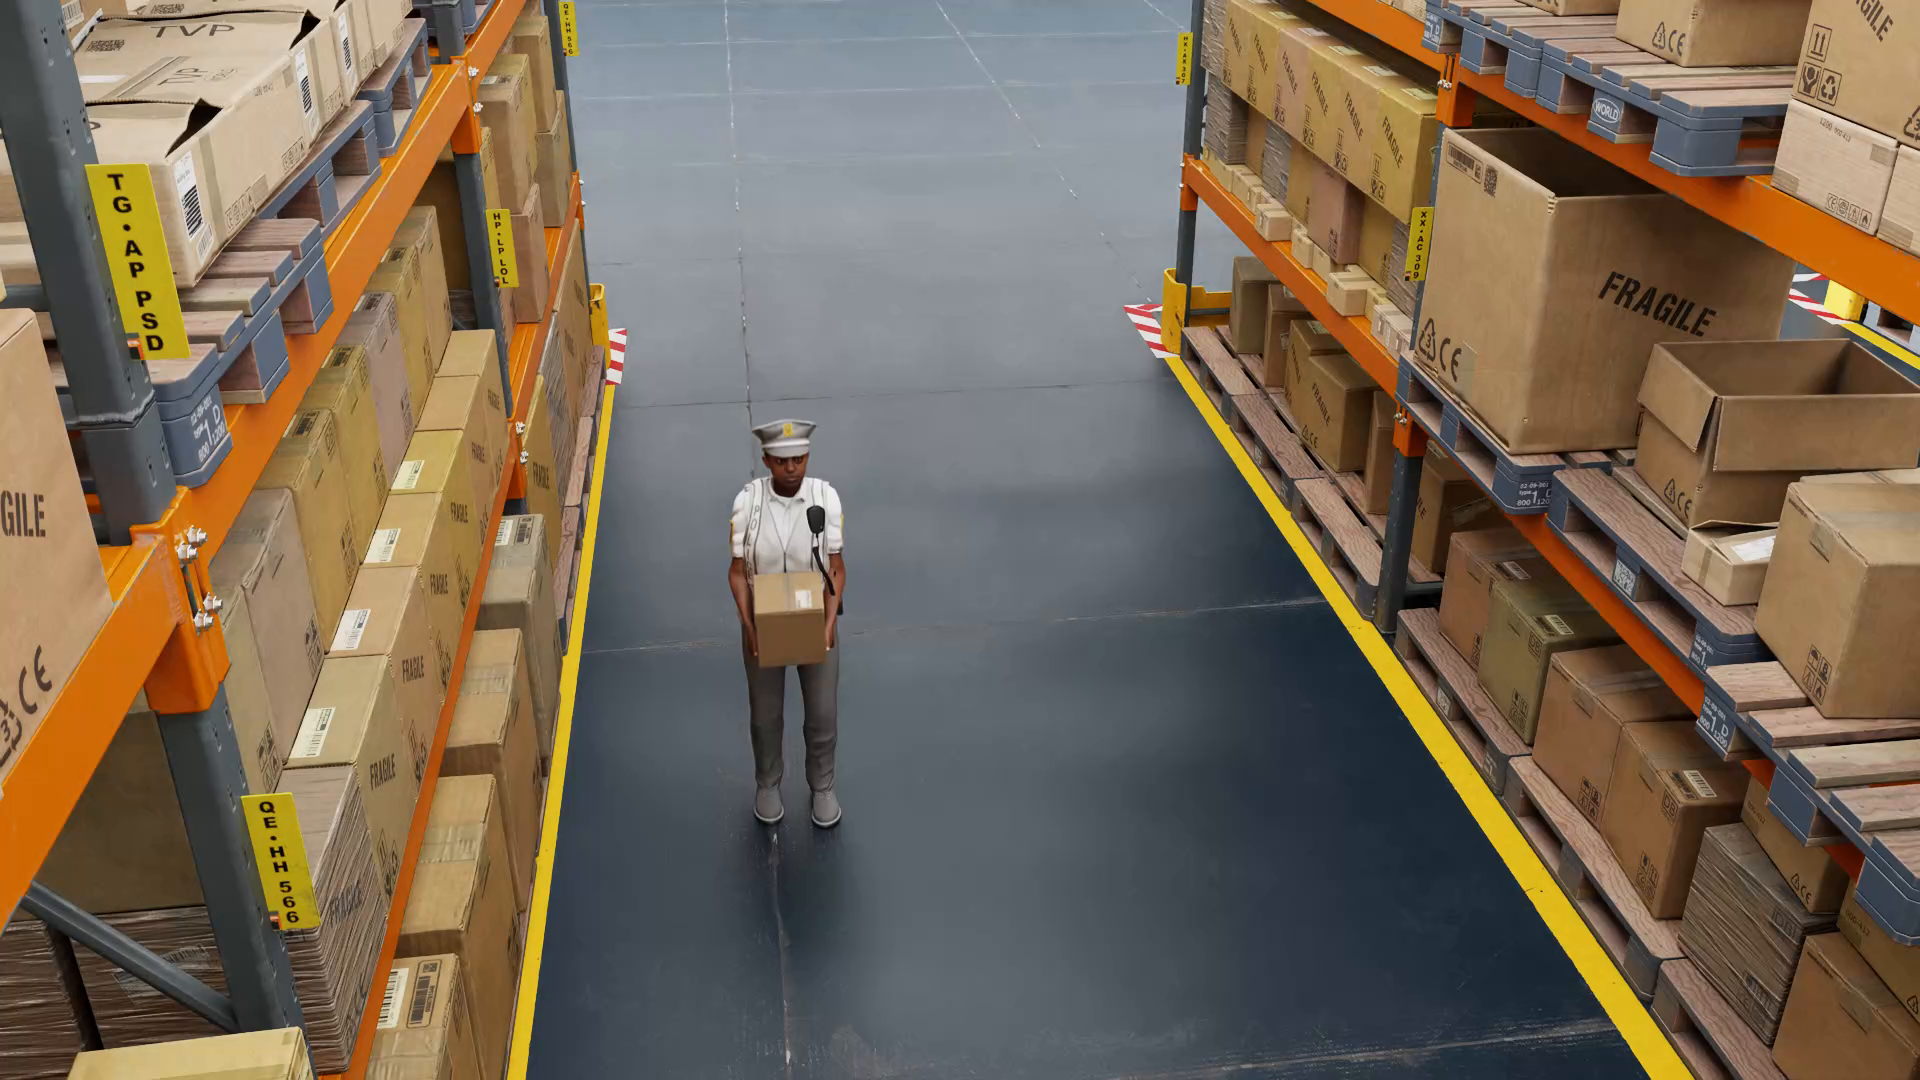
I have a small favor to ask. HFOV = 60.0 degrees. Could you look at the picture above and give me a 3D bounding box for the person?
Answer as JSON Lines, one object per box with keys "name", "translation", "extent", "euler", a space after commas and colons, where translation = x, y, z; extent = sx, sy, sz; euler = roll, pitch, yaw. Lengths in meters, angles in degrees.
{"name": "person", "translation": [-0.653, 0.343, 6.423], "extent": [0.449, 1.688, 0.535], "euler": [-3, 28, -7]}
